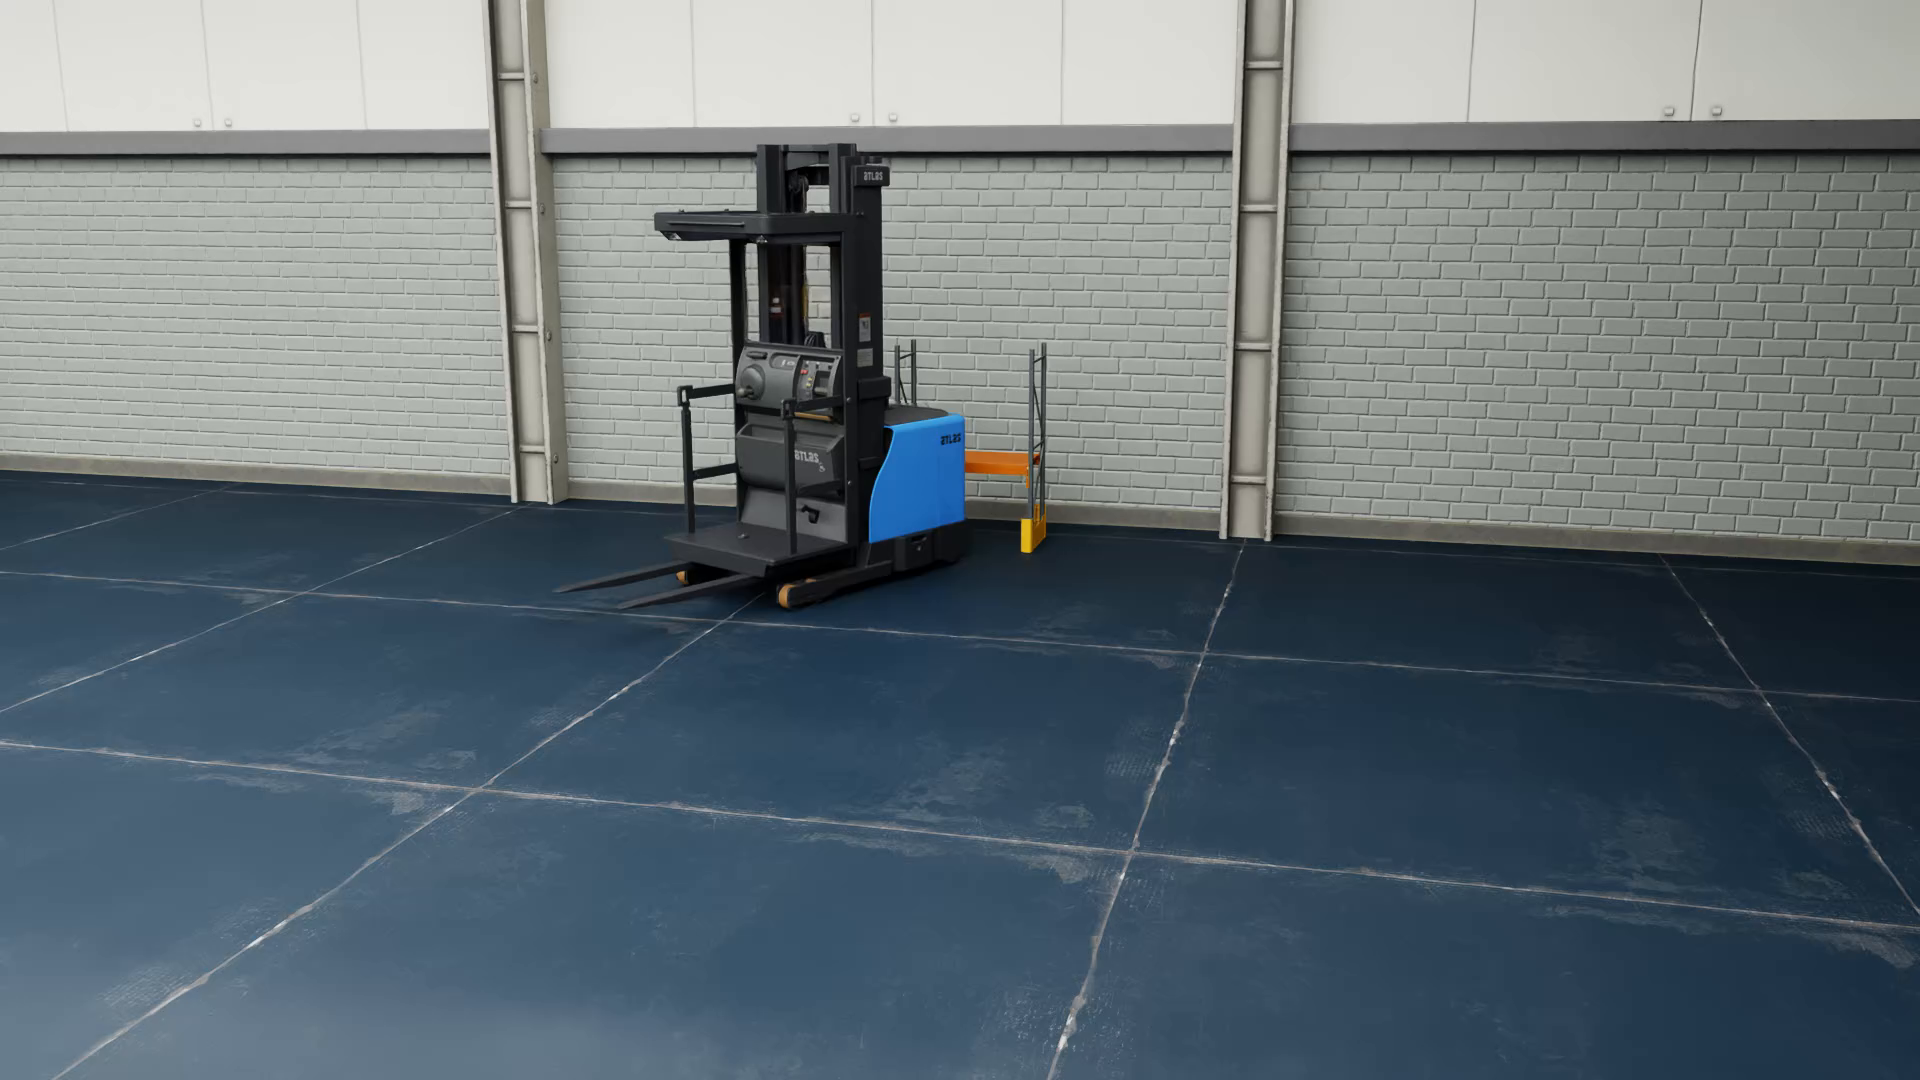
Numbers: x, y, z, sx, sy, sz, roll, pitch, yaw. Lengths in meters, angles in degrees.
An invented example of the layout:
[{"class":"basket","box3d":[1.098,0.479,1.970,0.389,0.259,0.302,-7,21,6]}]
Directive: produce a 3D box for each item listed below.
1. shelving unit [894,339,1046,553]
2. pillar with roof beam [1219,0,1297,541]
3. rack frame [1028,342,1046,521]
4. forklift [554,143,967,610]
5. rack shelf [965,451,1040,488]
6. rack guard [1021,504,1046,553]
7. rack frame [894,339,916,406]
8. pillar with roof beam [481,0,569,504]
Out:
[{"class":"shelving unit","box3d":[0.074,-0.728,12.553,1.083,1.500,0.587,3,13,14]},{"class":"pillar with roof beam","box3d":[1.191,-3.521,7.830,0.400,9.000,9.100,3,13,14]},{"class":"rack frame","box3d":[0.576,-0.701,12.432,0.032,1.500,0.500,3,13,14]},{"class":"forklift","box3d":[-1.285,-1.104,10.941,1.130,2.935,3.031,10,16,39]},{"class":"rack shelf","box3d":[0.083,-0.552,12.590,1.000,0.185,0.538,3,13,14]},{"class":"rack guard","box3d":[0.558,-0.092,12.572,0.087,0.250,0.587,3,13,14]},{"class":"rack frame","box3d":[-0.411,-0.754,12.670,0.032,1.500,0.500,3,13,14]},{"class":"pillar with roof beam","box3d":[-4.634,-3.833,9.233,0.400,9.000,9.100,3,13,14]}]
